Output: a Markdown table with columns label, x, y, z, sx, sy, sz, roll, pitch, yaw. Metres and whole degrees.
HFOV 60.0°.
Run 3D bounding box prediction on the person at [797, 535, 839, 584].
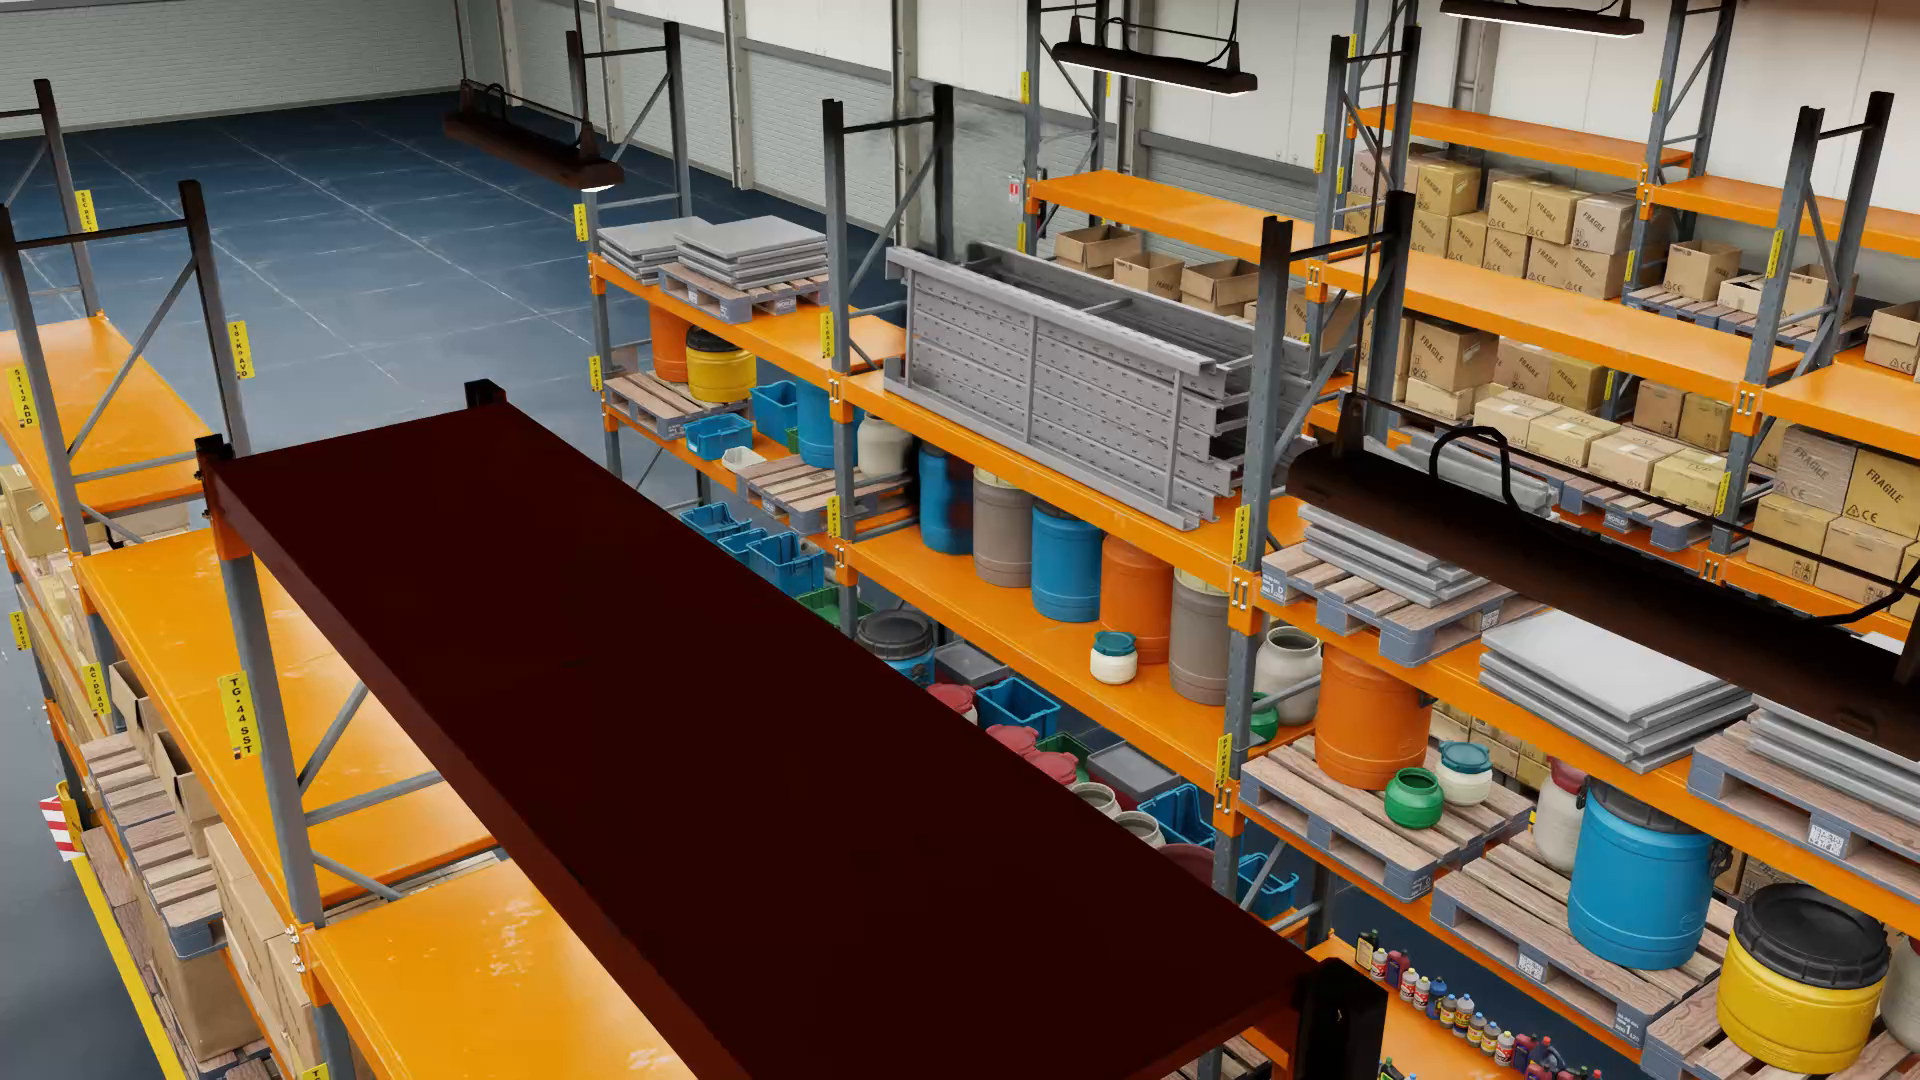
| label | x | y | z | sx | sy | sz | roll | pitch | yaw |
| --- | --- | --- | --- | --- | --- | --- | --- | --- | --- |
| person | -1.467 | 0.055 | 16.936 | 0.705 | 1.693 | 0.665 | 10 | 27 | 22 |
